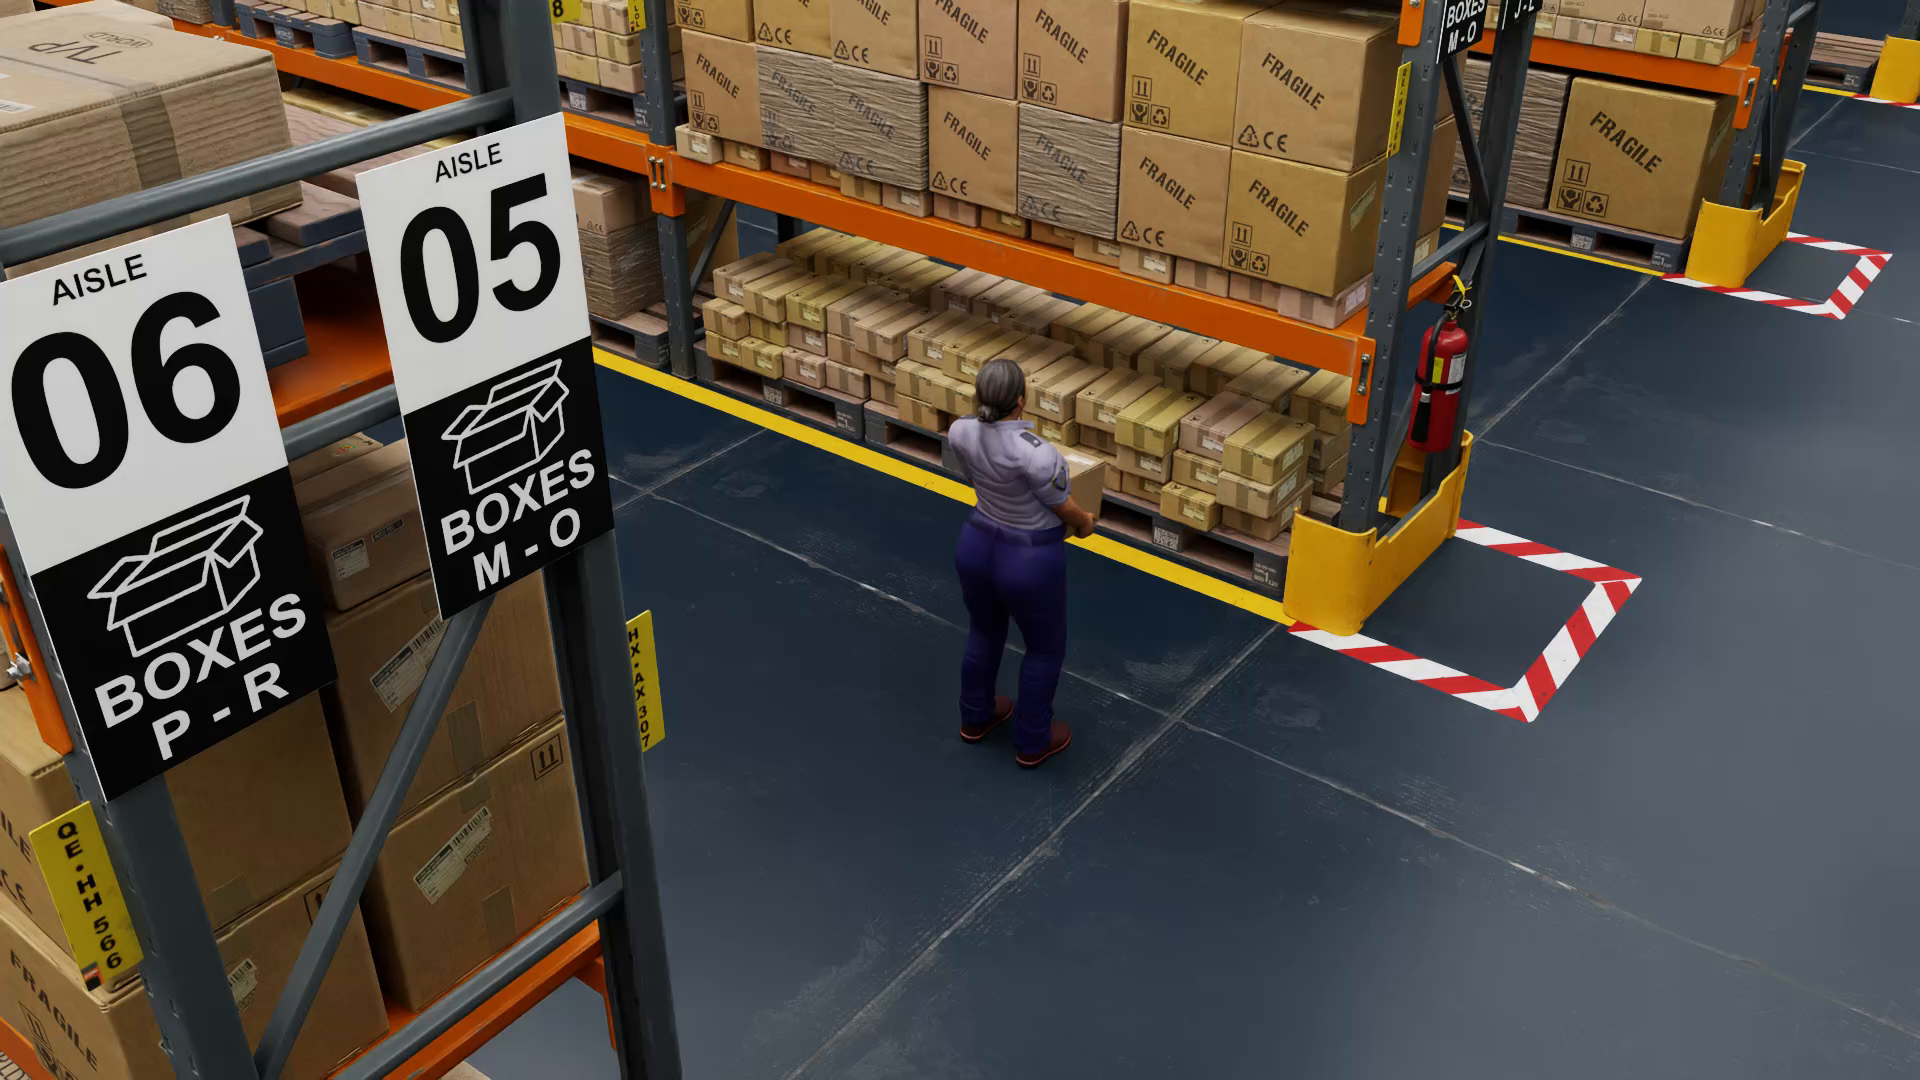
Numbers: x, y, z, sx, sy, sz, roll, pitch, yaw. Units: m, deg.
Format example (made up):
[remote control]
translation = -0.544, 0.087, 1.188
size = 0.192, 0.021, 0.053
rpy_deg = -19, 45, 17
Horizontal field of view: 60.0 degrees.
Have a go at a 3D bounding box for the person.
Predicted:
[person]
translation = 0.234, 0.045, 6.091
size = 0.452, 1.628, 0.518
rpy_deg = 22, 37, 32
